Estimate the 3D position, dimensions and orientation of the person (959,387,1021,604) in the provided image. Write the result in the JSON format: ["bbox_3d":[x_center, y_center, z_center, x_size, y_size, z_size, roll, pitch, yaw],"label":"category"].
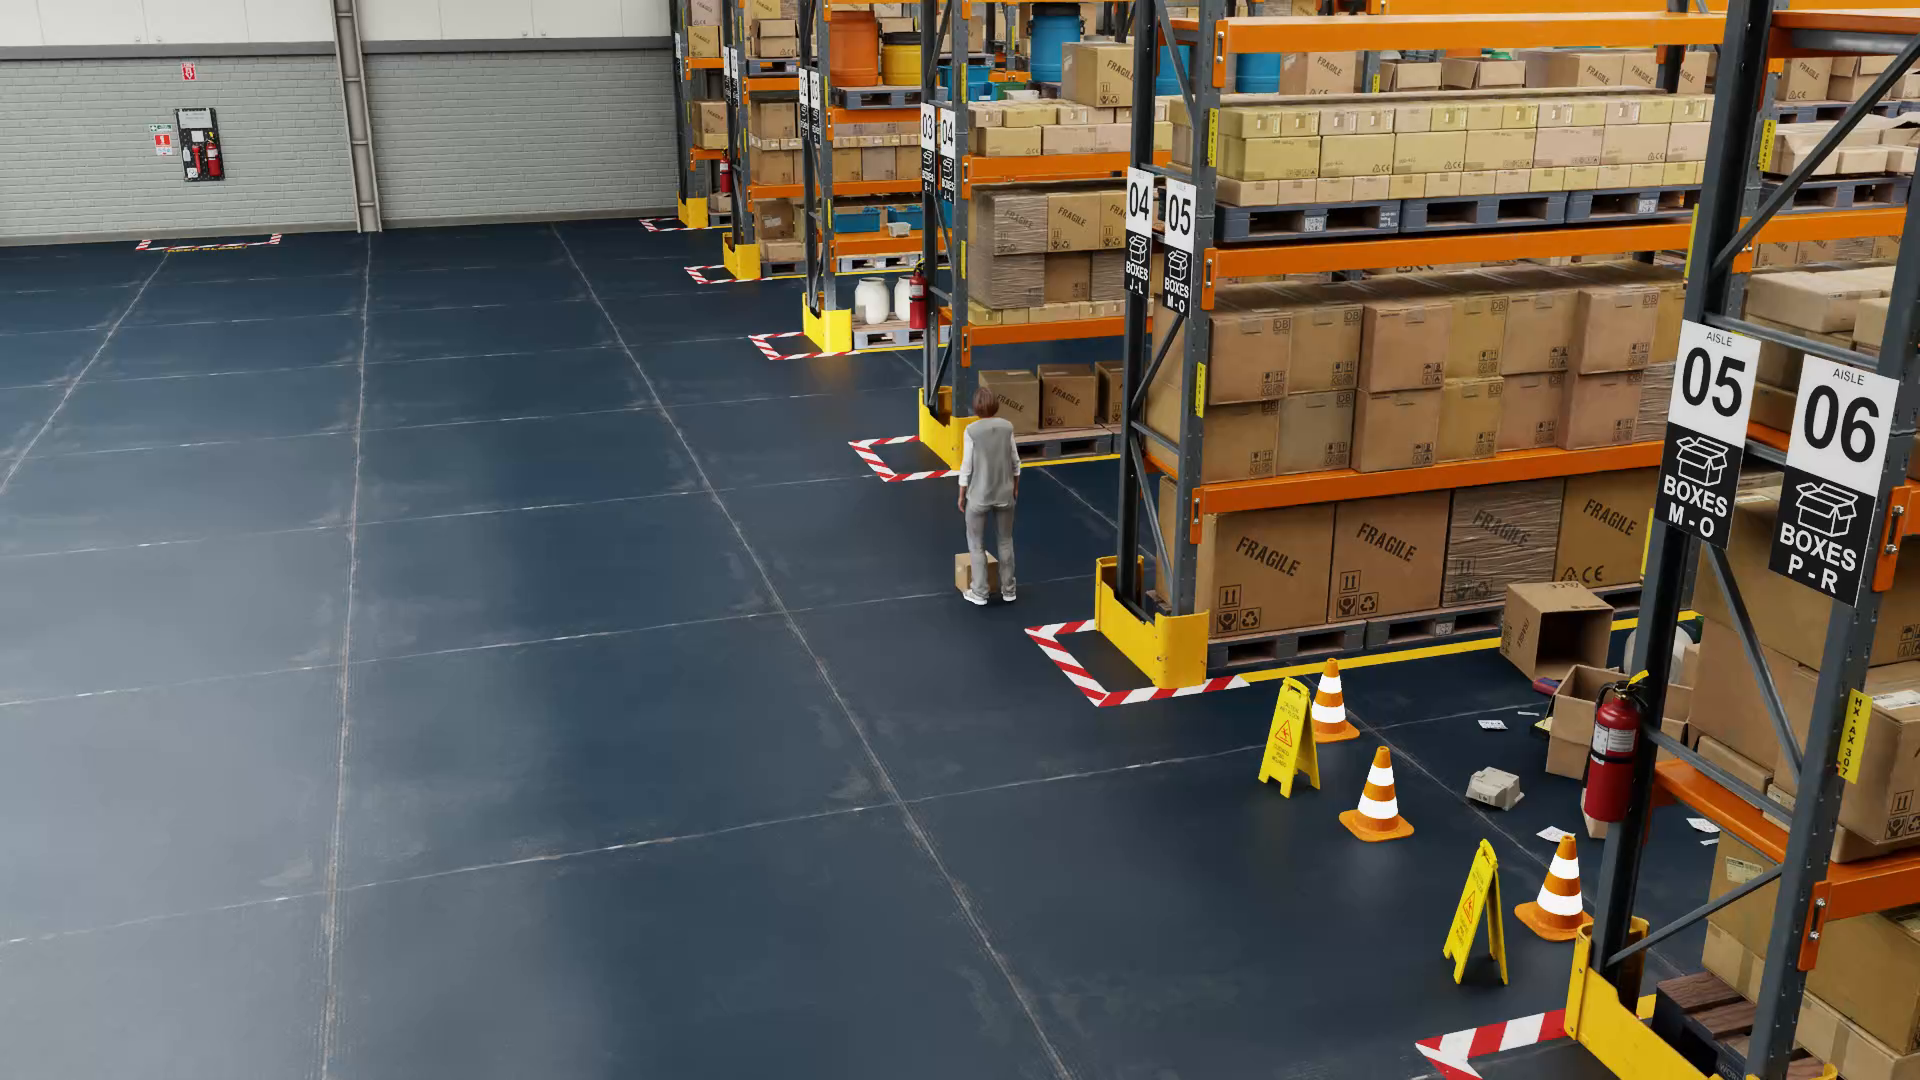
[{"bbox_3d":[0.211,-0.303,11.955,0.464,1.582,0.345,-6,20,-17],"label":"person"}]
